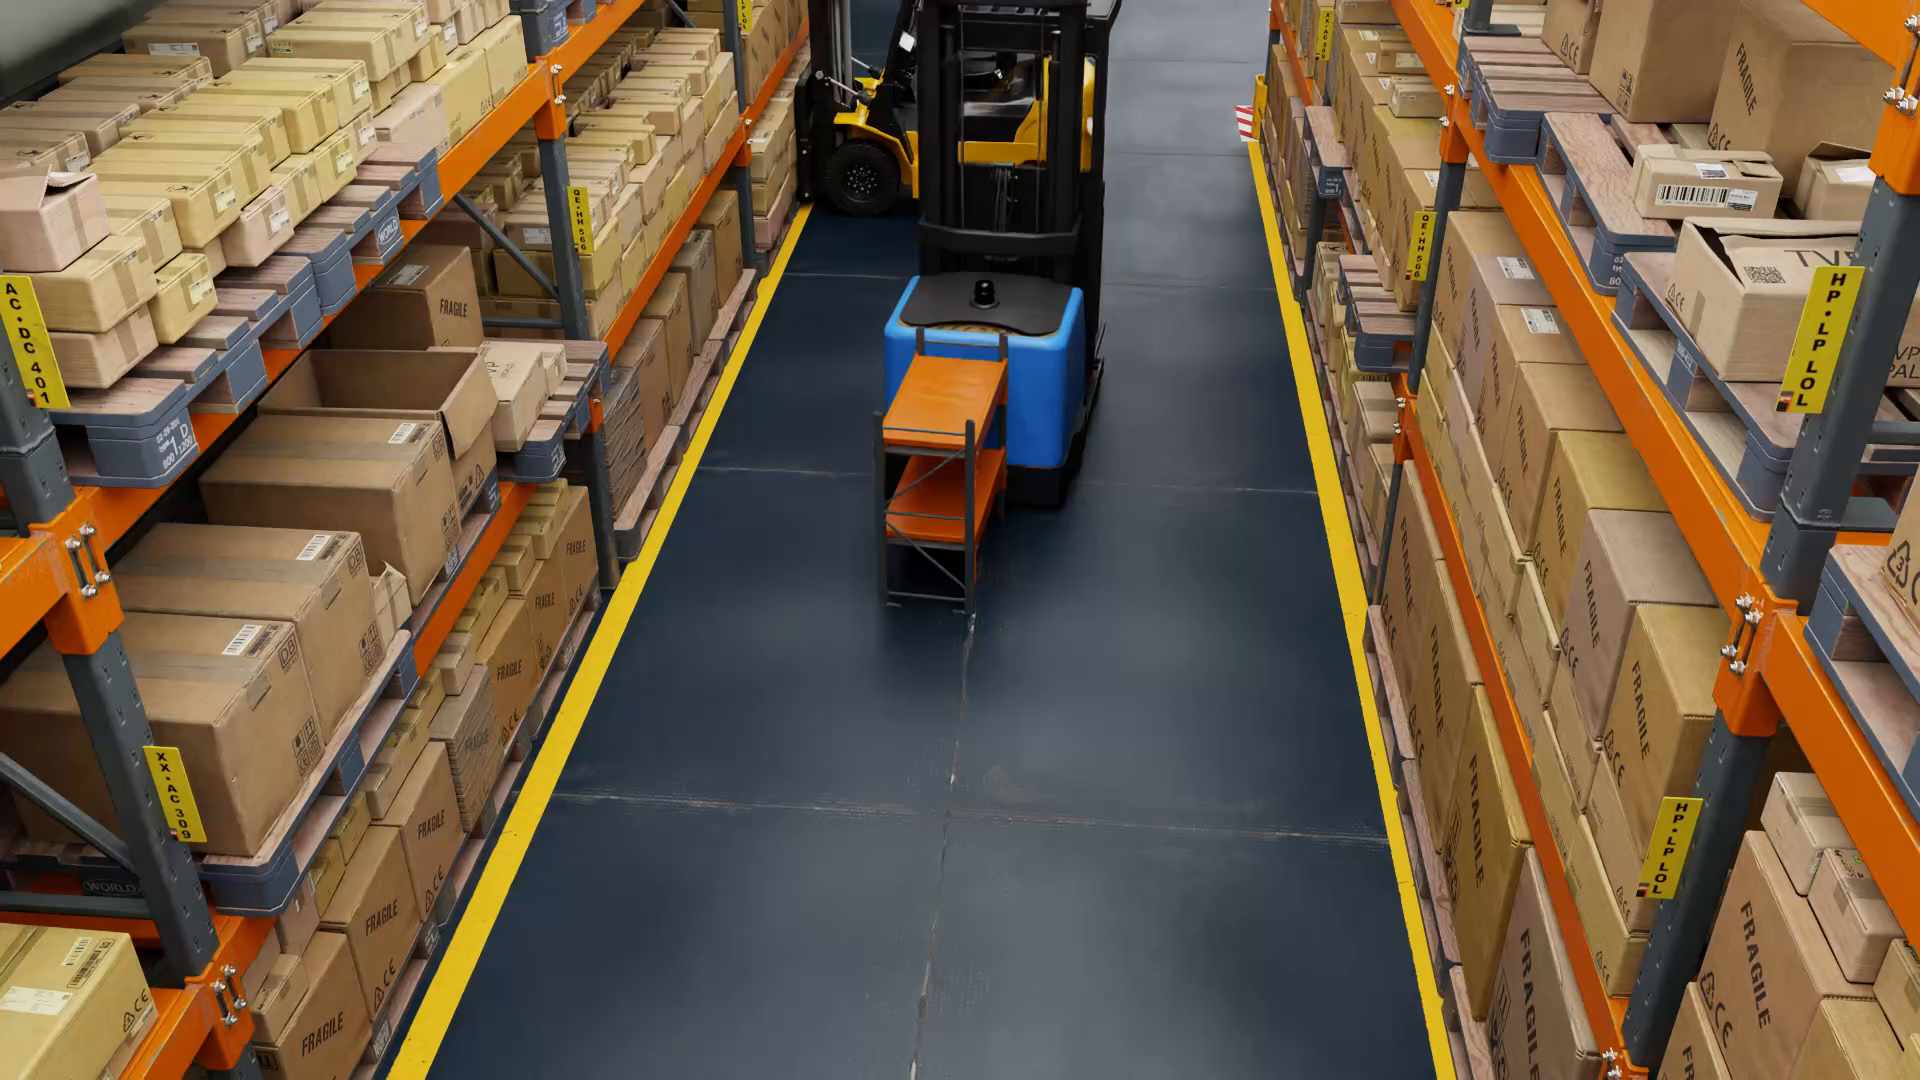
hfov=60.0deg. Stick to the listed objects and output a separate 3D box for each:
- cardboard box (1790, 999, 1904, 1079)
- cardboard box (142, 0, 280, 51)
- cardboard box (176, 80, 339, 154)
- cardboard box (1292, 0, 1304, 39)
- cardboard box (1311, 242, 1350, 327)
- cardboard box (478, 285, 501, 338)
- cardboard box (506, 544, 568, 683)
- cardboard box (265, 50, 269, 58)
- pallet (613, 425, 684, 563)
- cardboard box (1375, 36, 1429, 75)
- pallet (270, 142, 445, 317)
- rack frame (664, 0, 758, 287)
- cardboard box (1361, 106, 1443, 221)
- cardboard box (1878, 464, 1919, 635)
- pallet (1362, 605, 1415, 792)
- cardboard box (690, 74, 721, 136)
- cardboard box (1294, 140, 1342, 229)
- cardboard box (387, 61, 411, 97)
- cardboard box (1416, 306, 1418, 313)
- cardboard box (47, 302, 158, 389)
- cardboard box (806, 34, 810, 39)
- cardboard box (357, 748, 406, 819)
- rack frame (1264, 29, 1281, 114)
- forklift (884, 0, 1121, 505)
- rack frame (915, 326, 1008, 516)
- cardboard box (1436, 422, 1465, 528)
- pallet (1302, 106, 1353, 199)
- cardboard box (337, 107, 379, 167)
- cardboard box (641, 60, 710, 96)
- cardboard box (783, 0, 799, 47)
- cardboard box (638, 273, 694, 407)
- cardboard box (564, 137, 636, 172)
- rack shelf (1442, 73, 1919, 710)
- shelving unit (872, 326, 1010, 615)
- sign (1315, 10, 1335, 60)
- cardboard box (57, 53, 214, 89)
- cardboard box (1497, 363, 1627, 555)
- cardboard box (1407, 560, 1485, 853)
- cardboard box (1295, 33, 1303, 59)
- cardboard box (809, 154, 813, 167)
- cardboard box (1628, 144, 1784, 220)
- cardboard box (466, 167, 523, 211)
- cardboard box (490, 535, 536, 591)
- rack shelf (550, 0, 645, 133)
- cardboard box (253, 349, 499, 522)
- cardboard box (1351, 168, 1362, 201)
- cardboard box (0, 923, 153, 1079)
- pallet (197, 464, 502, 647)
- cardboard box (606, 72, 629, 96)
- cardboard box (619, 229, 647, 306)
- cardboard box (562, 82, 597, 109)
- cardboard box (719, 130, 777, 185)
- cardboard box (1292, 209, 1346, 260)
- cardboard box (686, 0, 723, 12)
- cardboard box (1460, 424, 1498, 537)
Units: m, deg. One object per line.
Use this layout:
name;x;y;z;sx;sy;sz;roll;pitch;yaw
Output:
cardboard box;1.973;1.277;3.270;0.500;0.500;0.500;2;32;3
cardboard box;-2.701;-1.854;6.019;0.380;0.149;0.250;2;32;4
cardboard box;-2.149;-1.299;5.100;0.380;0.149;0.250;3;32;4
cardboard box;2.850;-4.161;12.765;0.500;0.500;0.500;2;32;3
cardboard box;2.911;-1.726;11.296;0.950;0.372;0.625;3;32;5
cardboard box;-2.540;-1.241;8.547;0.500;0.250;0.500;2;32;3
cardboard box;-2.193;0.318;7.857;0.500;0.500;0.500;2;32;3
cardboard box;-2.736;-1.731;6.104;0.380;0.149;0.250;2;32;3
pallet;-2.216;-0.300;9.536;1.003;0.211;1.213;2;32;4
cardboard box;2.575;-2.761;9.474;0.380;0.149;0.250;4;32;7
pallet;-2.443;-1.044;5.406;1.213;0.211;1.003;2;32;4
rack frame;-1.996;-3.150;11.503;1.000;3.000;0.127;2;32;4
cardboard box;2.457;-1.981;8.826;0.500;0.500;0.500;0;32;1
cardboard box;2.043;0.001;2.940;0.500;0.500;0.500;3;32;5
pallet;2.487;0.748;7.836;1.003;0.211;1.213;2;32;4
cardboard box;-1.816;-2.762;10.540;0.500;0.250;0.500;2;32;3
cardboard box;2.732;-2.588;12.097;0.500;0.500;0.500;2;32;3
cardboard box;-2.245;-1.715;6.077;0.380;0.149;0.250;3;32;4
cardboard box;2.418;-1.102;8.018;0.380;0.149;0.250;4;32;6
cardboard box;-2.227;-0.498;4.083;0.380;0.149;0.250;3;32;5
cardboard box;-1.397;-4.422;14.833;0.500;0.250;0.500;3;32;6
cardboard box;-2.332;0.910;6.278;0.380;0.149;0.250;2;32;4
rack frame;3.277;-5.032;14.556;1.000;3.000;0.127;2;32;4
forklift;0.341;-2.206;10.035;1.130;2.935;3.031;6;32;9
rack frame;0.008;-0.644;9.223;0.500;1.125;0.032;6;32;9
cardboard box;2.311;-0.270;6.973;0.500;0.250;0.500;2;32;3
pallet;2.744;-2.465;10.574;1.003;0.211;1.213;2;32;4
cardboard box;-2.127;-1.303;5.389;0.380;0.149;0.250;3;32;5
cardboard box;-1.767;-2.876;10.344;0.380;0.149;0.250;2;32;2
cardboard box;-1.571;-4.214;13.133;0.500;0.500;0.500;3;32;4
cardboard box;-2.157;-1.246;10.276;0.875;0.625;0.625;1;32;2
cardboard box;-1.987;-2.076;9.047;0.380;0.149;0.250;3;32;5
rack shelf;2.463;-0.773;5.473;1.077;0.370;4.000;2;32;4
shelving unit;-0.084;-0.382;8.798;0.538;1.125;1.048;6;32;9
sign;2.410;-3.328;10.966;0.100;0.325;0.005;2;32;4
cardboard box;-2.640;-1.454;5.351;0.380;0.149;0.250;3;32;5
cardboard box;2.209;-0.276;5.790;0.500;0.500;0.500;3;32;5
cardboard box;2.410;0.701;6.878;0.875;0.875;0.875;3;32;5
cardboard box;2.789;-3.814;12.820;0.380;0.149;0.250;3;32;4
cardboard box;-1.513;-3.197;13.800;0.500;0.250;0.500;3;32;6
cardboard box;2.305;-1.108;5.153;0.380;0.166;0.250;5;32;8
cardboard box;-2.505;-1.831;8.648;0.380;0.149;0.250;2;32;4
cardboard box;-2.166;0.100;7.593;0.380;0.149;0.250;1;32;2
rack shelf;-2.159;-3.075;9.207;1.077;0.370;4.000;2;32;4
cardboard box;-2.270;-0.420;6.574;0.797;0.503;0.637;2;32;3
cardboard box;2.458;-2.056;9.567;0.380;0.149;0.250;4;32;6
cardboard box;-2.446;1.247;4.227;0.500;0.250;0.500;3;32;5
pallet;-2.475;0.040;6.509;1.003;0.211;1.213;2;32;4
cardboard box;-2.344;-2.782;10.572;0.500;0.250;0.500;2;32;3
cardboard box;-1.996;-1.479;8.934;0.500;0.250;0.500;2;32;3
cardboard box;-2.395;-2.630;9.945;0.380;0.149;0.250;2;32;4
cardboard box;-1.644;-2.824;12.240;0.500;0.250;0.500;2;32;3
cardboard box;2.732;-2.269;12.293;0.500;0.250;0.500;4;32;6
cardboard box;-1.674;-3.750;11.478;0.380;0.149;0.250;3;32;5
cardboard box;2.242;-0.213;6.403;0.500;0.250;0.500;2;32;4
